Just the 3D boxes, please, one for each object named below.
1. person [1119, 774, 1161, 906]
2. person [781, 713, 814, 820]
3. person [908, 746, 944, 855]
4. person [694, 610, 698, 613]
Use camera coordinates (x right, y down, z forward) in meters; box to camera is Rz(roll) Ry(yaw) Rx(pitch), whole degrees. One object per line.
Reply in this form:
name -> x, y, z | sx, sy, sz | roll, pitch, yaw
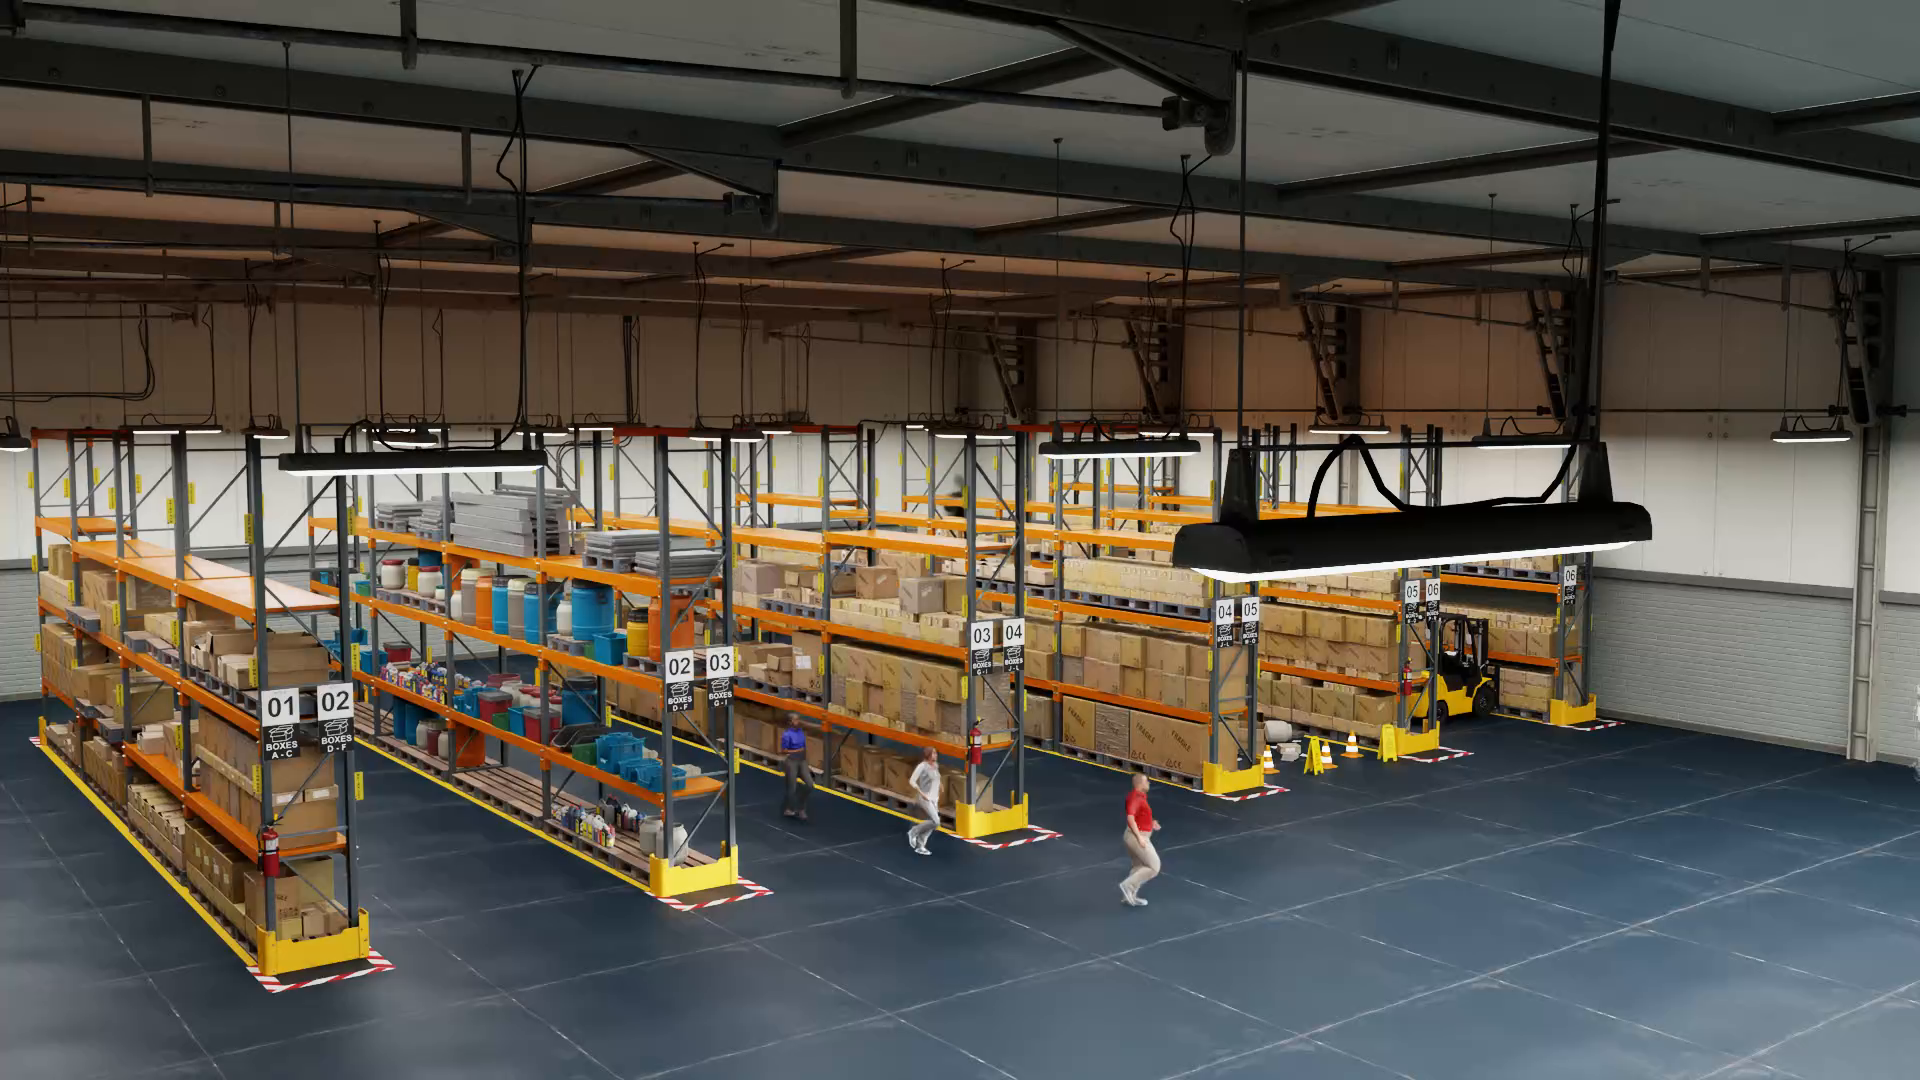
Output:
person -> 2.299, 3.821, 21.225 | 0.594, 1.694, 0.675 | -1, 5, -6
person -> -2.508, 3.509, 25.661 | 0.555, 1.671, 0.660 | -4, 6, -44
person -> -0.428, 3.708, 23.785 | 0.481, 1.529, 0.556 | 3, 5, 32
person -> -6.365, 2.469, 39.429 | 0.726, 1.627, 0.800 | 0, 4, -4
